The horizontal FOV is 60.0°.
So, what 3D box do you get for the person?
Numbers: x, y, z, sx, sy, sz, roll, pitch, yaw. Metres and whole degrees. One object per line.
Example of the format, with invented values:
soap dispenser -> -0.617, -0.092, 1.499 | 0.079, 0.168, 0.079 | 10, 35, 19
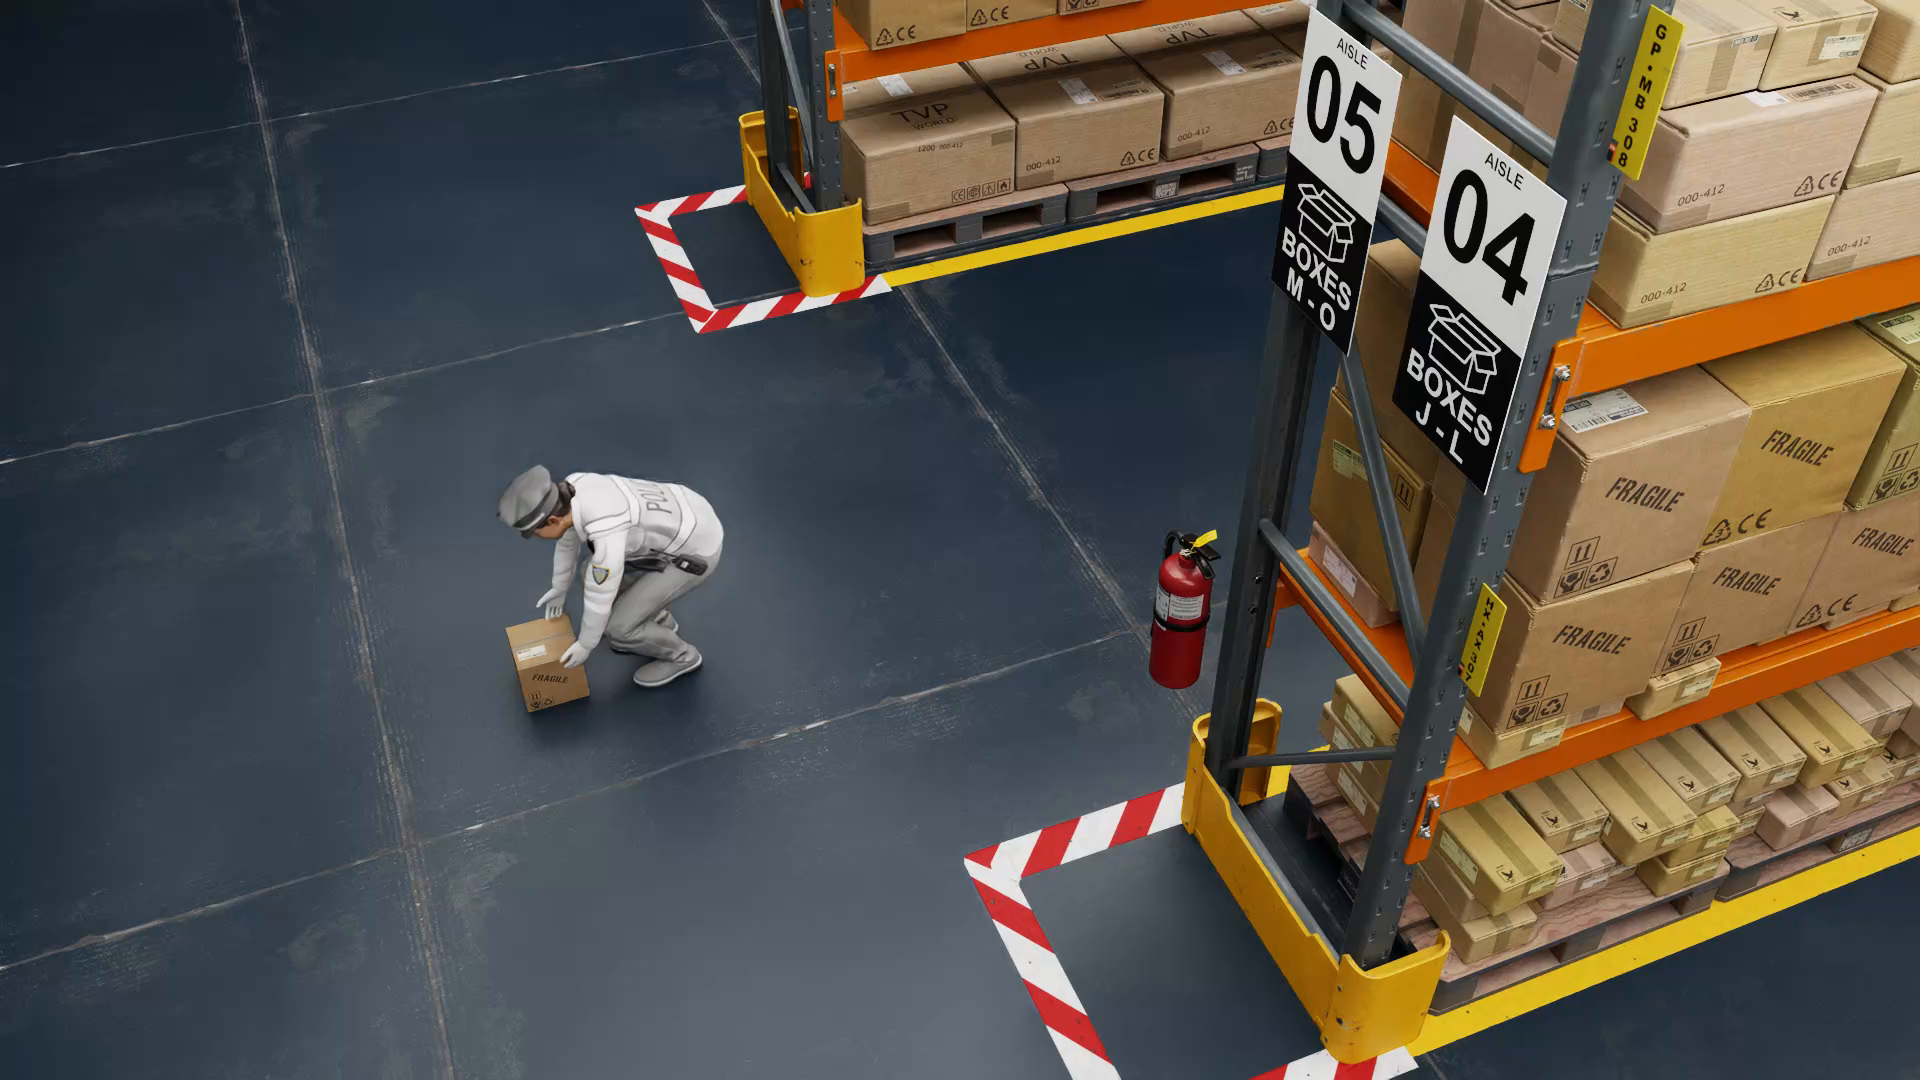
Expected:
person -> -1.315, 0.111, 6.461 | 0.820, 1.101, 0.510 | -16, 44, -17
